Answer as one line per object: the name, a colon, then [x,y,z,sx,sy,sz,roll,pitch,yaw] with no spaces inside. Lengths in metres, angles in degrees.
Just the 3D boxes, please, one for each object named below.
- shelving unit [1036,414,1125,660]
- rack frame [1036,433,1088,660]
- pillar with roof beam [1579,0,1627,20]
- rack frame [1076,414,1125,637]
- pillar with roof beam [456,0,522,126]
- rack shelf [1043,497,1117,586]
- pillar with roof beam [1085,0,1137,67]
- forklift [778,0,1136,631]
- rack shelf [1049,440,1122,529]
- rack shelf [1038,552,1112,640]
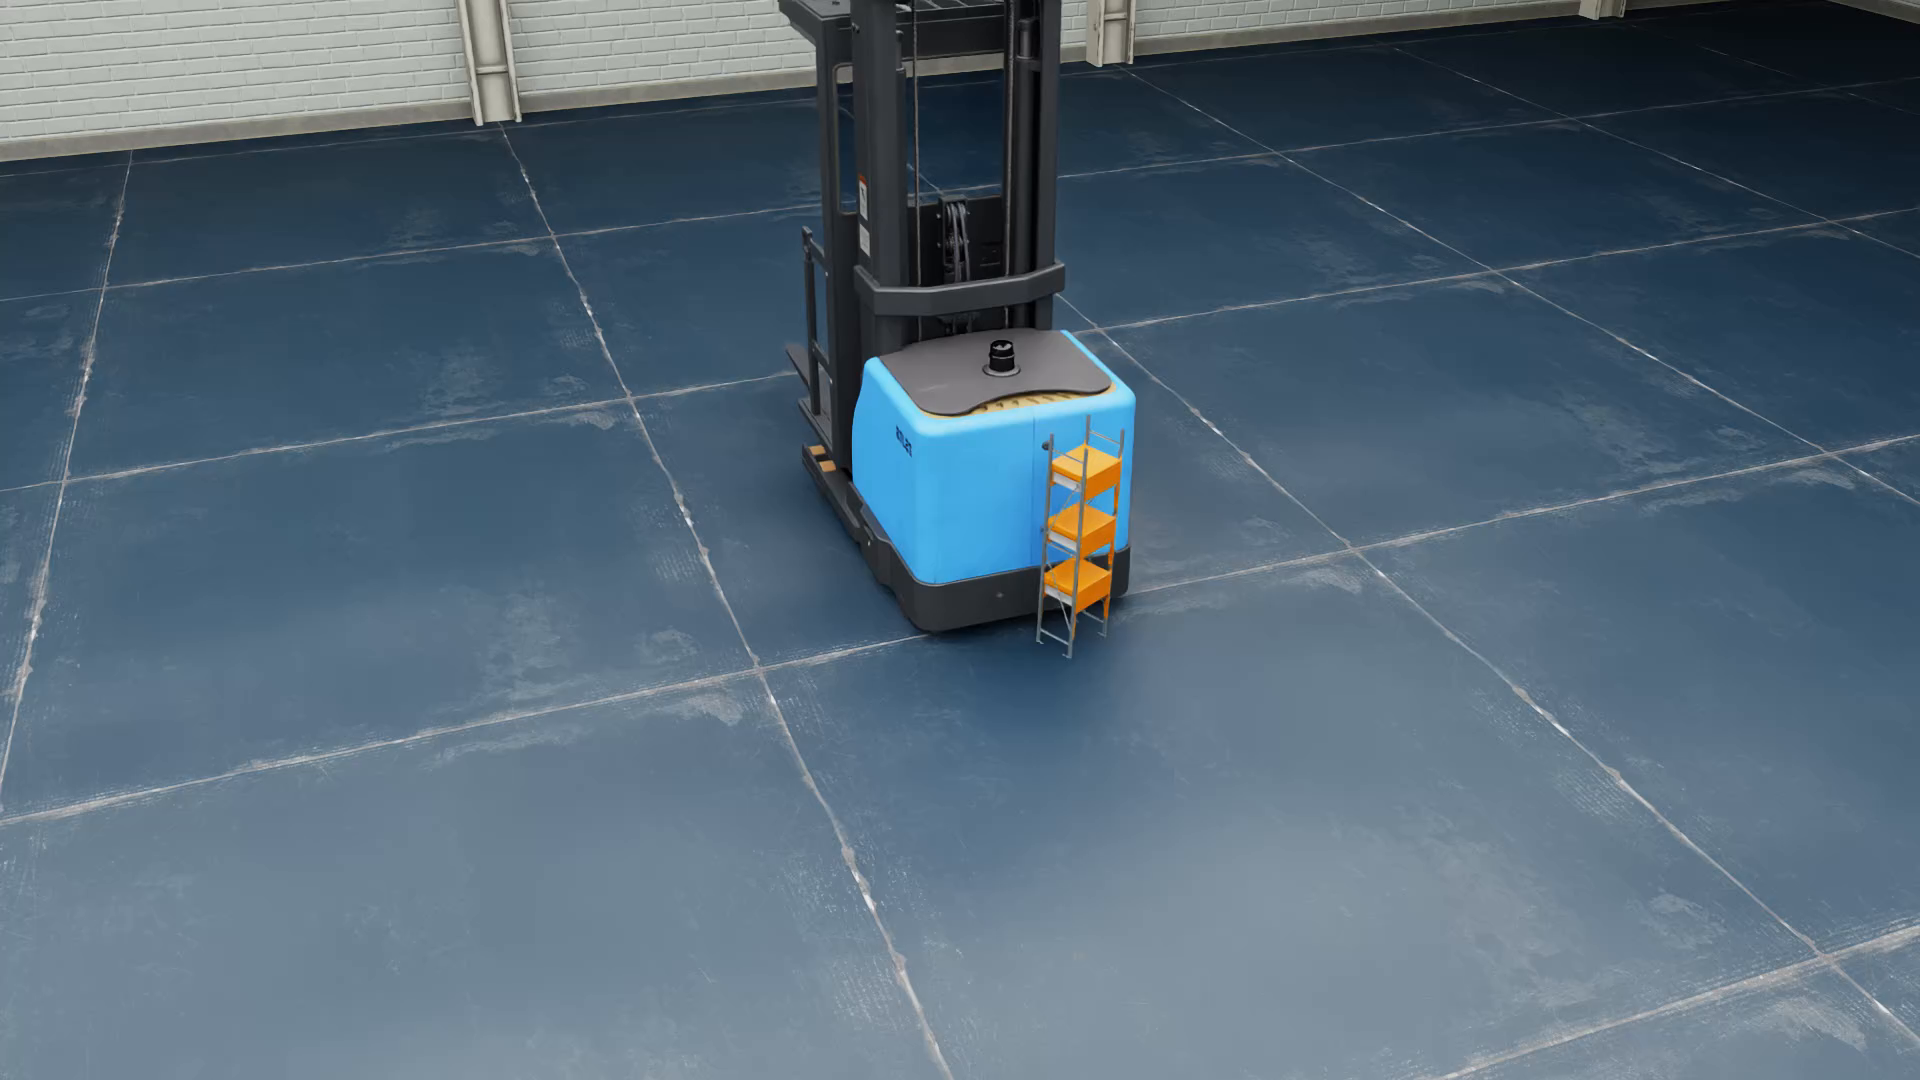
shelving unit: [0.514,-0.003,7.186,0.215,1.050,0.252,27,39,34]
rack frame: [0.432,0.041,7.108,0.200,1.050,0.008,27,39,34]
pillar with roof beam: [8.618,-7.743,12.750,0.400,9.000,9.100,-10,31,-18]
rack frame: [0.597,-0.048,7.264,0.200,1.050,0.008,27,39,34]
pillar with roof beam: [-2.629,-5.672,9.115,0.400,9.000,9.100,-10,31,-18]
rack shelf: [0.514,0.006,7.192,0.215,0.259,0.240,27,39,34]
pillar with roof beam: [2.994,-6.707,10.933,0.400,9.000,9.100,-10,31,-18]
forklift: [-0.196,-1.582,8.066,1.130,2.935,3.031,-10,31,-17]
rack shelf: [0.523,-0.237,7.044,0.215,0.259,0.240,27,39,34]
rack shelf: [0.506,0.243,7.336,0.215,0.259,0.240,27,39,34]
